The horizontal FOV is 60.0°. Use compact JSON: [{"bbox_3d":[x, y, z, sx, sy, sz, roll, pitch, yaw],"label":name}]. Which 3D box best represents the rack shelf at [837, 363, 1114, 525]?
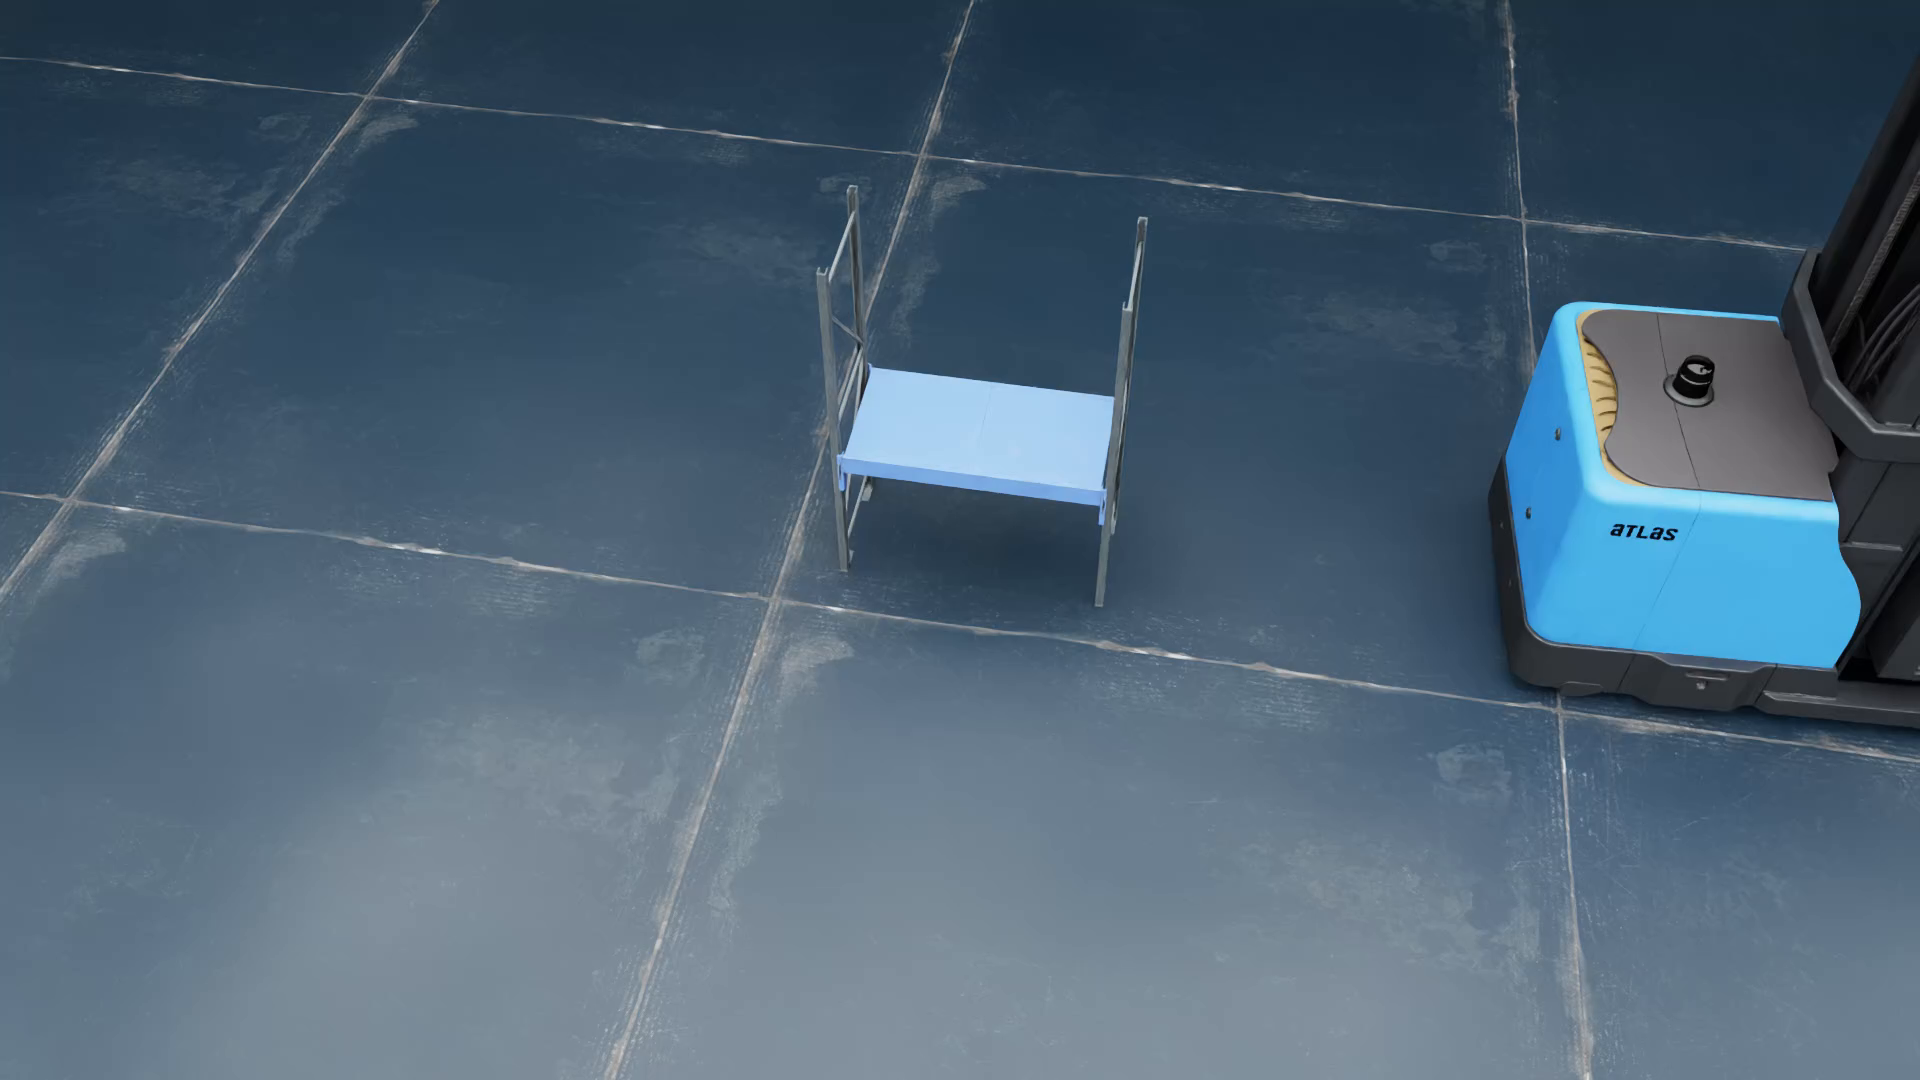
[{"bbox_3d":[0.084,-0.370,6.288,1.000,0.185,0.538,8,49,7],"label":"rack shelf"}]

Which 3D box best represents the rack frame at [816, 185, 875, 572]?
[{"bbox_3d":[-0.416,-0.557,6.214,0.032,1.500,0.500,8,49,7],"label":"rack frame"}]

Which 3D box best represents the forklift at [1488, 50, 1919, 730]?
[{"bbox_3d":[3.604,-0.653,5.338,3.031,2.935,1.130,5,48,5],"label":"forklift"}]

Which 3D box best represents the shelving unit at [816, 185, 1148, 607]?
[{"bbox_3d":[0.084,-0.490,6.154,1.048,1.500,0.538,8,49,7],"label":"shelving unit"}]

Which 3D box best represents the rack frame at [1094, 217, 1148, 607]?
[{"bbox_3d":[0.584,-0.423,6.094,0.032,1.500,0.500,8,49,7],"label":"rack frame"}]
